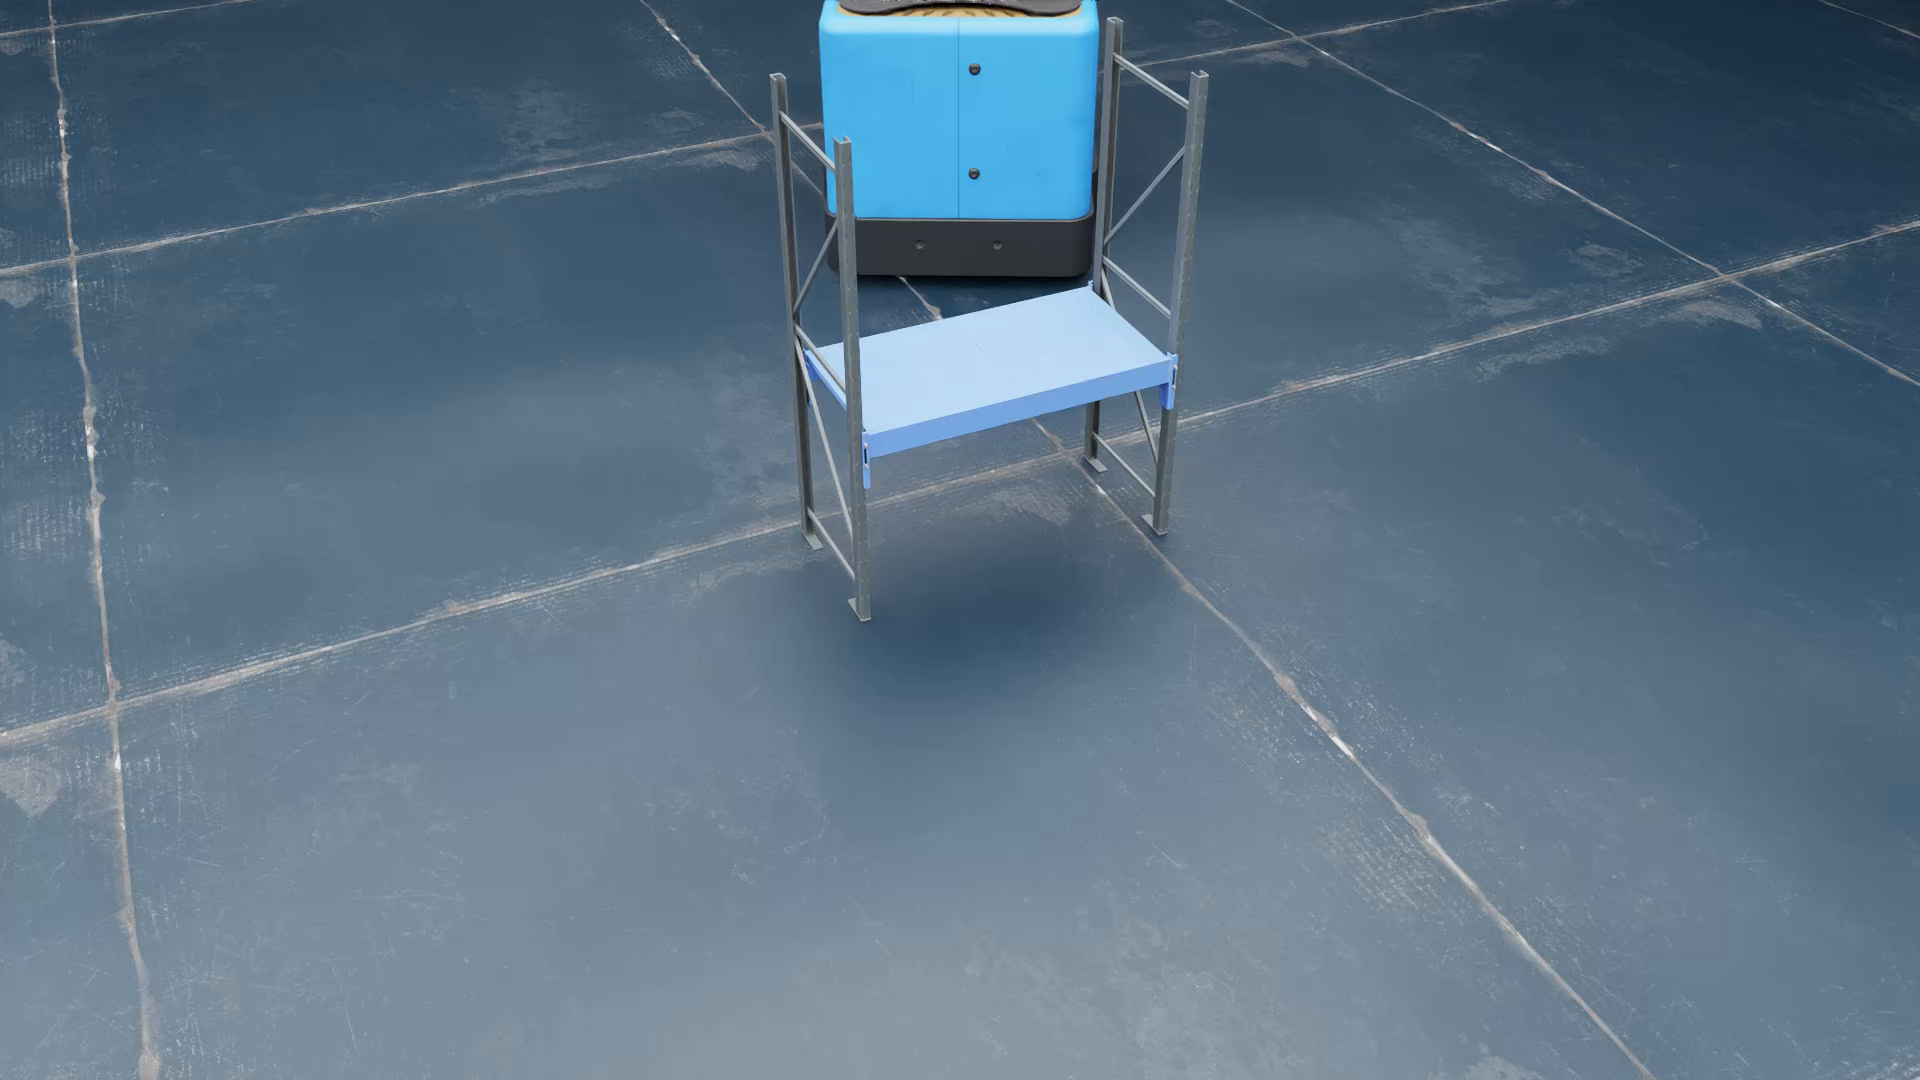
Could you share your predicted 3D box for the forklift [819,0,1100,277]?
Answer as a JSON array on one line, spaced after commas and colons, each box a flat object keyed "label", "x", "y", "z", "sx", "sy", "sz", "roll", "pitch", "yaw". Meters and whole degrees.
[{"label": "forklift", "x": 0.023, "y": -3.057, "z": 6.911, "sx": 1.130, "sy": 2.935, "sz": 3.031, "roll": 1, "pitch": 37, "yaw": 1}]

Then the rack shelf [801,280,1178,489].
[{"label": "rack shelf", "x": 0.077, "y": -0.480, "z": 4.939, "sx": 1.000, "sy": 0.185, "sz": 0.538, "roll": -16, "pitch": 39, "yaw": -20}]

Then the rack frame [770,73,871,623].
[{"label": "rack frame", "x": -0.383, "y": -0.495, "z": 4.659, "sx": 0.032, "sy": 1.500, "sz": 0.500, "roll": -16, "pitch": 39, "yaw": -20}]

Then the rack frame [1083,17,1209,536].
[{"label": "rack frame", "x": 0.537, "y": -0.753, "z": 5.006, "sx": 0.032, "sy": 1.500, "sz": 0.500, "roll": -16, "pitch": 39, "yaw": -20}]

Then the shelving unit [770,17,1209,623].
[{"label": "shelving unit", "x": 0.077, "y": -0.624, "z": 4.832, "sx": 1.048, "sy": 1.500, "sz": 0.538, "roll": -16, "pitch": 39, "yaw": -20}]
